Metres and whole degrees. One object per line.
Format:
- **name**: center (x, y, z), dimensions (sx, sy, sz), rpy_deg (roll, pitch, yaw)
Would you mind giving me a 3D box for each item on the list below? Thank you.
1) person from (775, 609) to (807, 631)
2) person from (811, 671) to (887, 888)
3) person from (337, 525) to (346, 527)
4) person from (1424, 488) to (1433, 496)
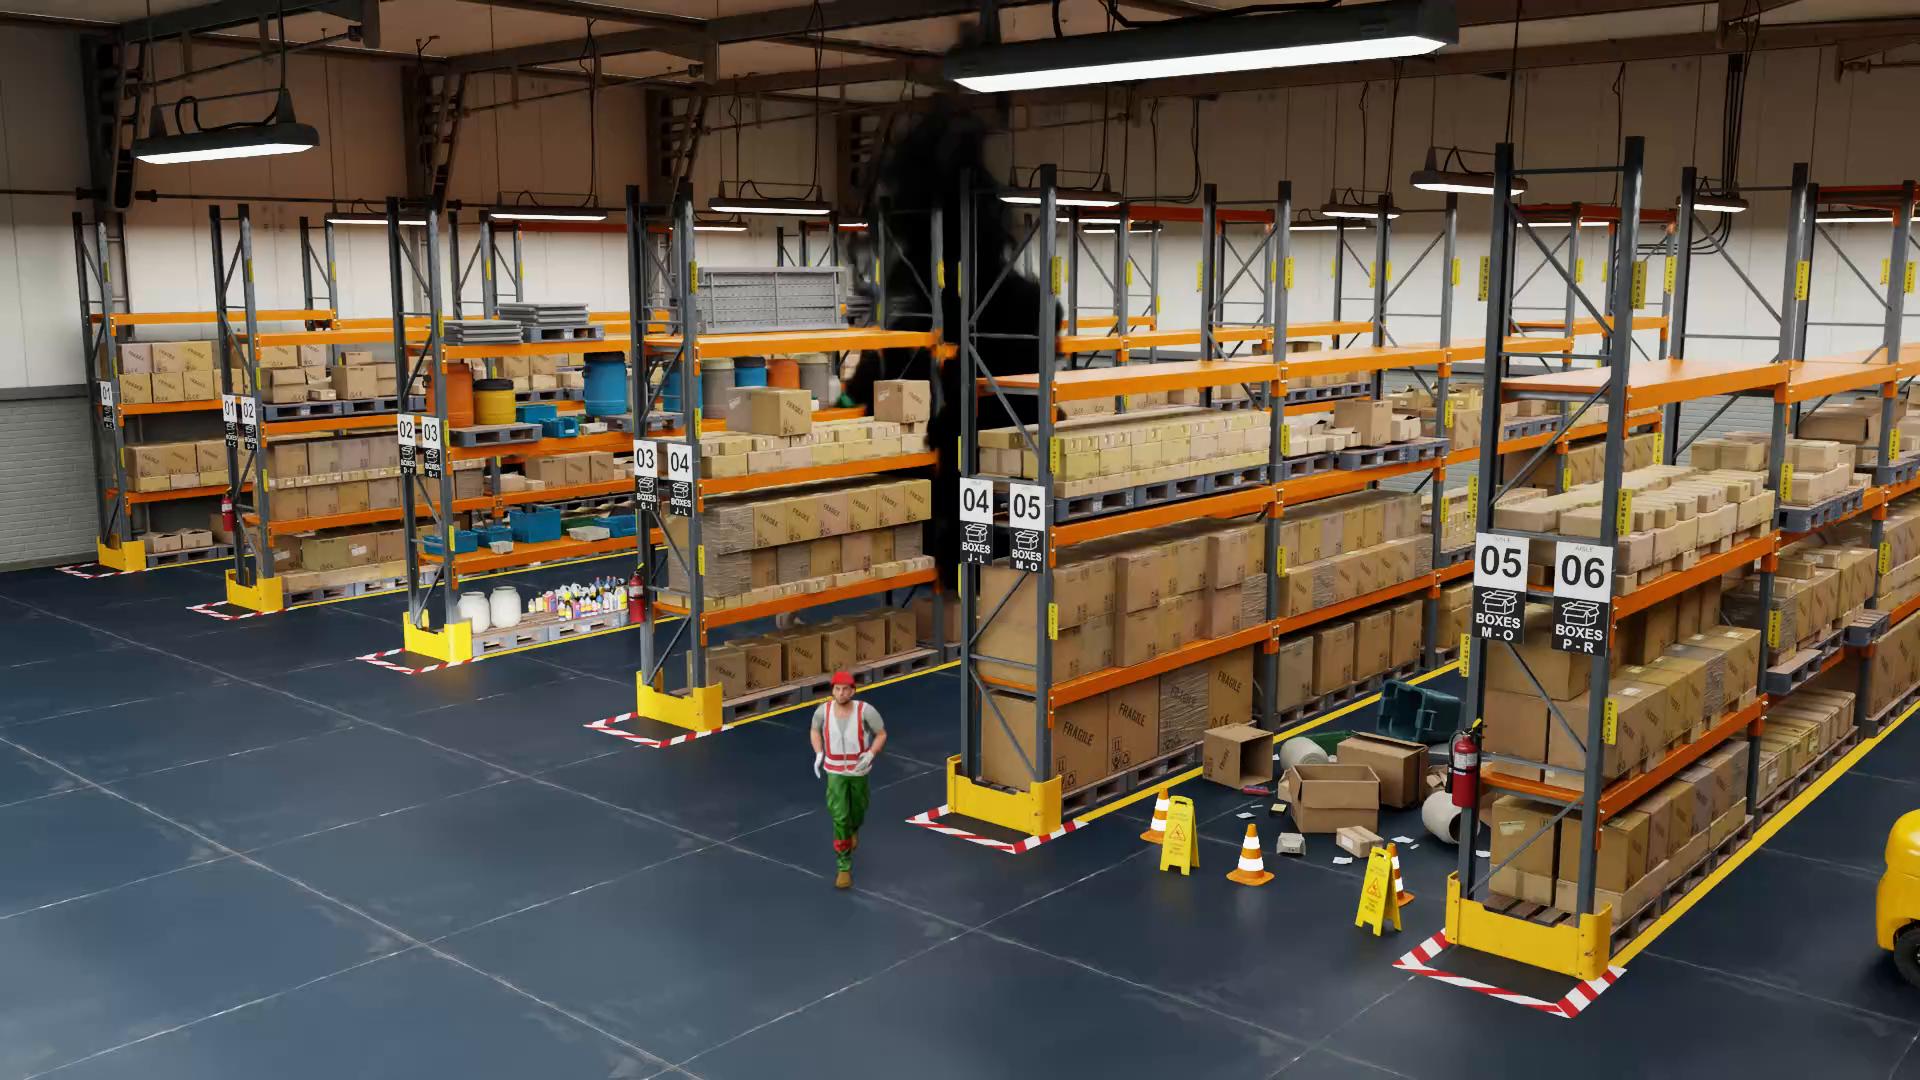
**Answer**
- **person**: center (-2.264, 0.704, 21.955), dimensions (0.640, 1.679, 0.574), rpy_deg (7, 12, 37)
- **person**: center (-0.944, 1.953, 14.090), dimensions (0.654, 1.779, 0.888), rpy_deg (0, 9, 1)
- **person**: center (-10.504, -0.416, 28.396), dimensions (0.635, 1.809, 0.681), rpy_deg (7, 12, 35)
- **person**: center (7.396, 0.033, 25.982), dimensions (0.588, 1.743, 0.896), rpy_deg (9, 13, 42)
